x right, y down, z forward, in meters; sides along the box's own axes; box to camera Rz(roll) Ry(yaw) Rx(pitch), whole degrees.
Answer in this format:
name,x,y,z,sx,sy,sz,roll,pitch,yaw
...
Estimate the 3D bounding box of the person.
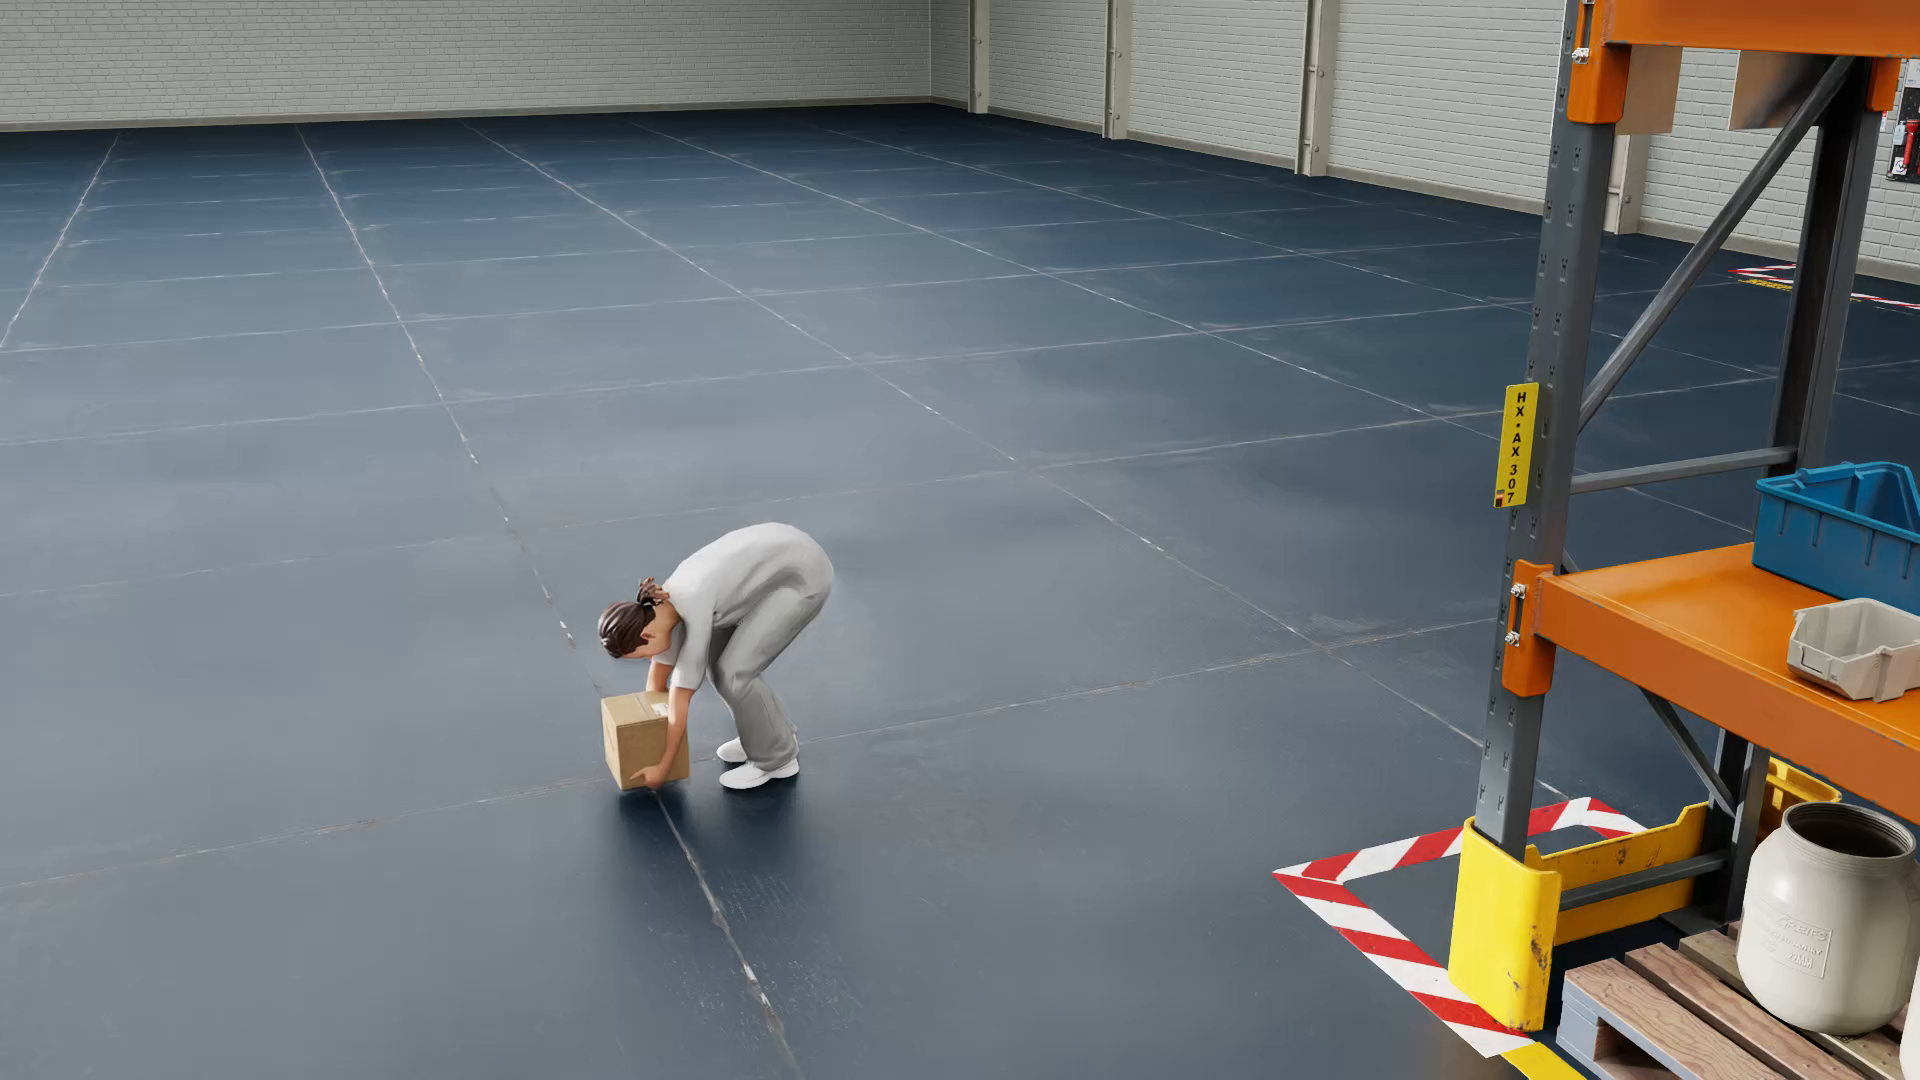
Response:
name,x,y,z,sx,sy,sz,roll,pitch,yaw
person,-0.866,0.431,5.969,0.852,0.921,0.455,-9,21,-25
